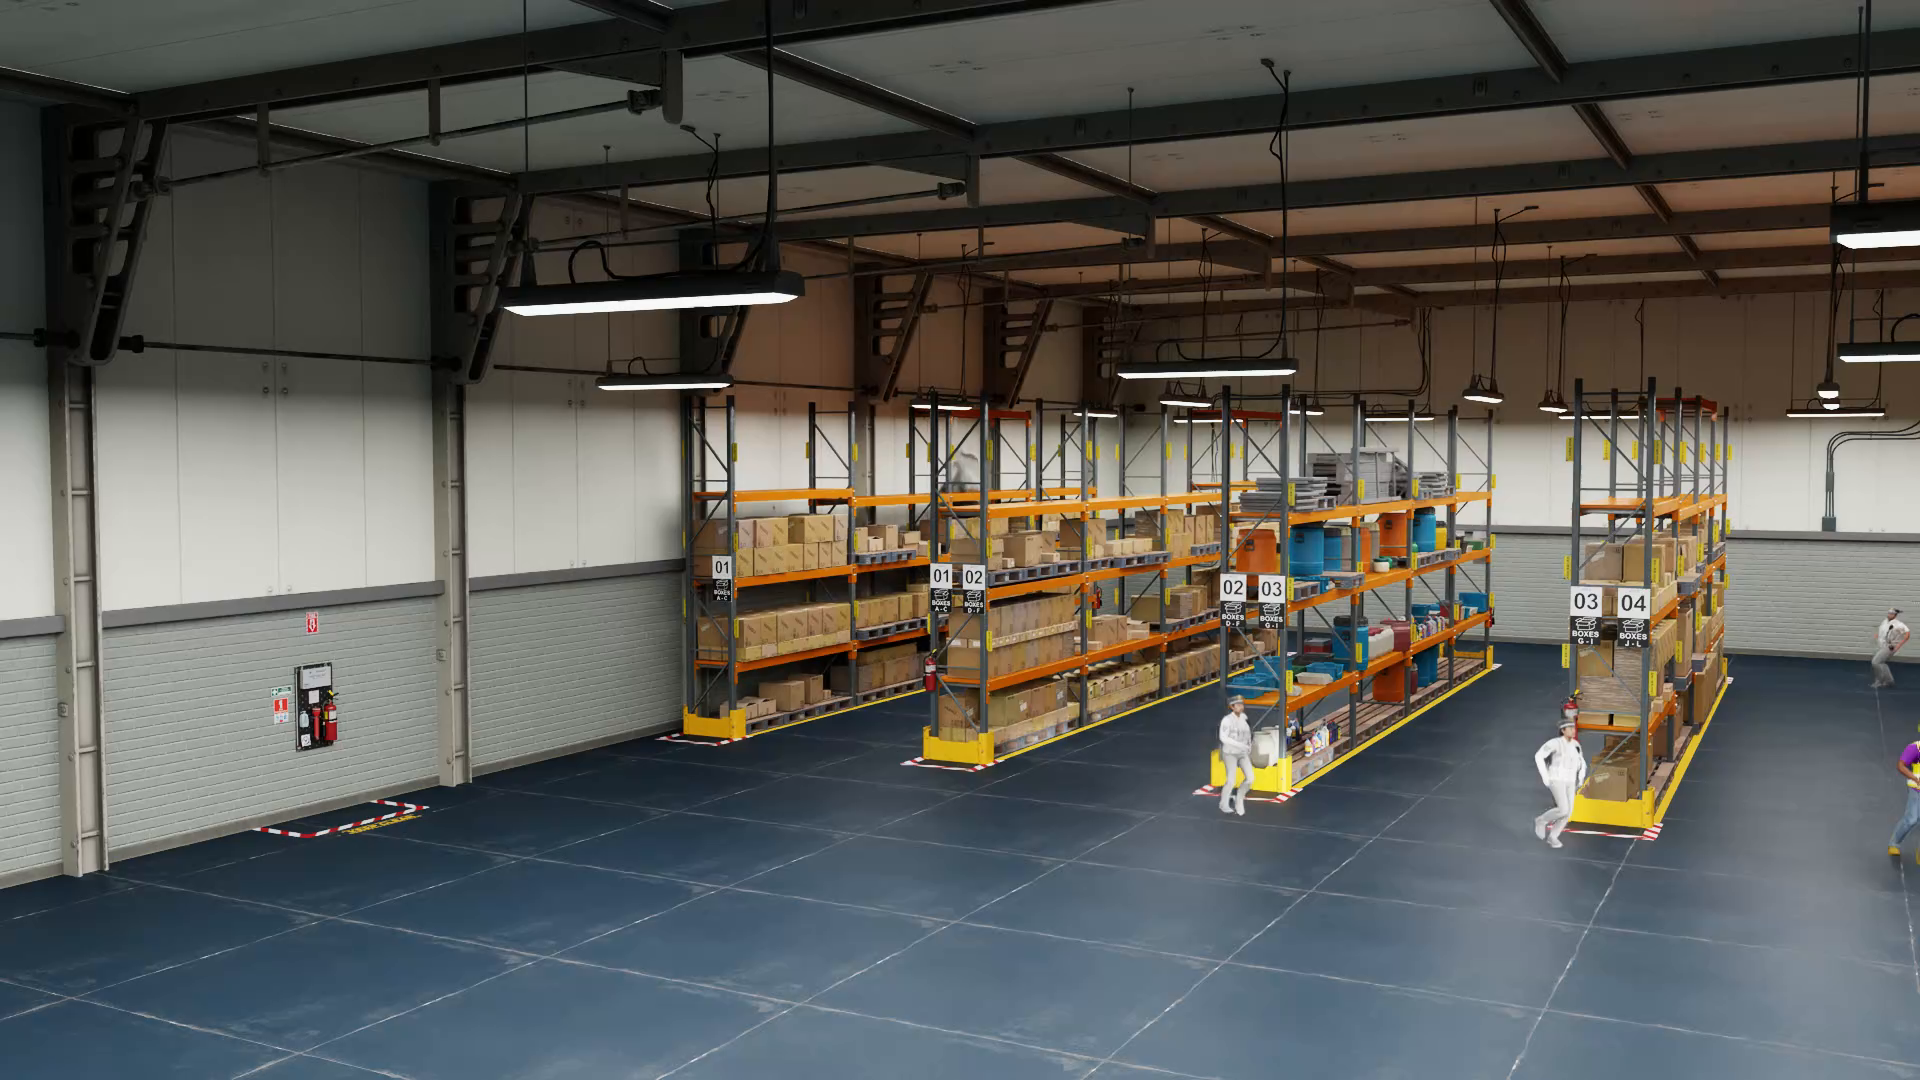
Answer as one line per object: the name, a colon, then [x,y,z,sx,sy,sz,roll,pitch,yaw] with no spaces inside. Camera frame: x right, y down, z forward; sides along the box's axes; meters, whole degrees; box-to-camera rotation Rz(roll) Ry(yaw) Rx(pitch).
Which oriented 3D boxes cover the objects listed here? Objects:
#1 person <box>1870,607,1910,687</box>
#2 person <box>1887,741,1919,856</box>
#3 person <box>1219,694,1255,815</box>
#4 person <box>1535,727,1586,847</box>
person: [19.764,2.296,35.427,0.636,1.776,0.667,0,3,7]
person: [11.774,3.076,20.236,0.761,1.786,0.690,0,3,0]
person: [3.841,2.963,22.903,0.638,1.697,0.650,-2,3,-28]
person: [7.691,3.097,21.182,0.656,1.592,0.495,-1,3,-22]
